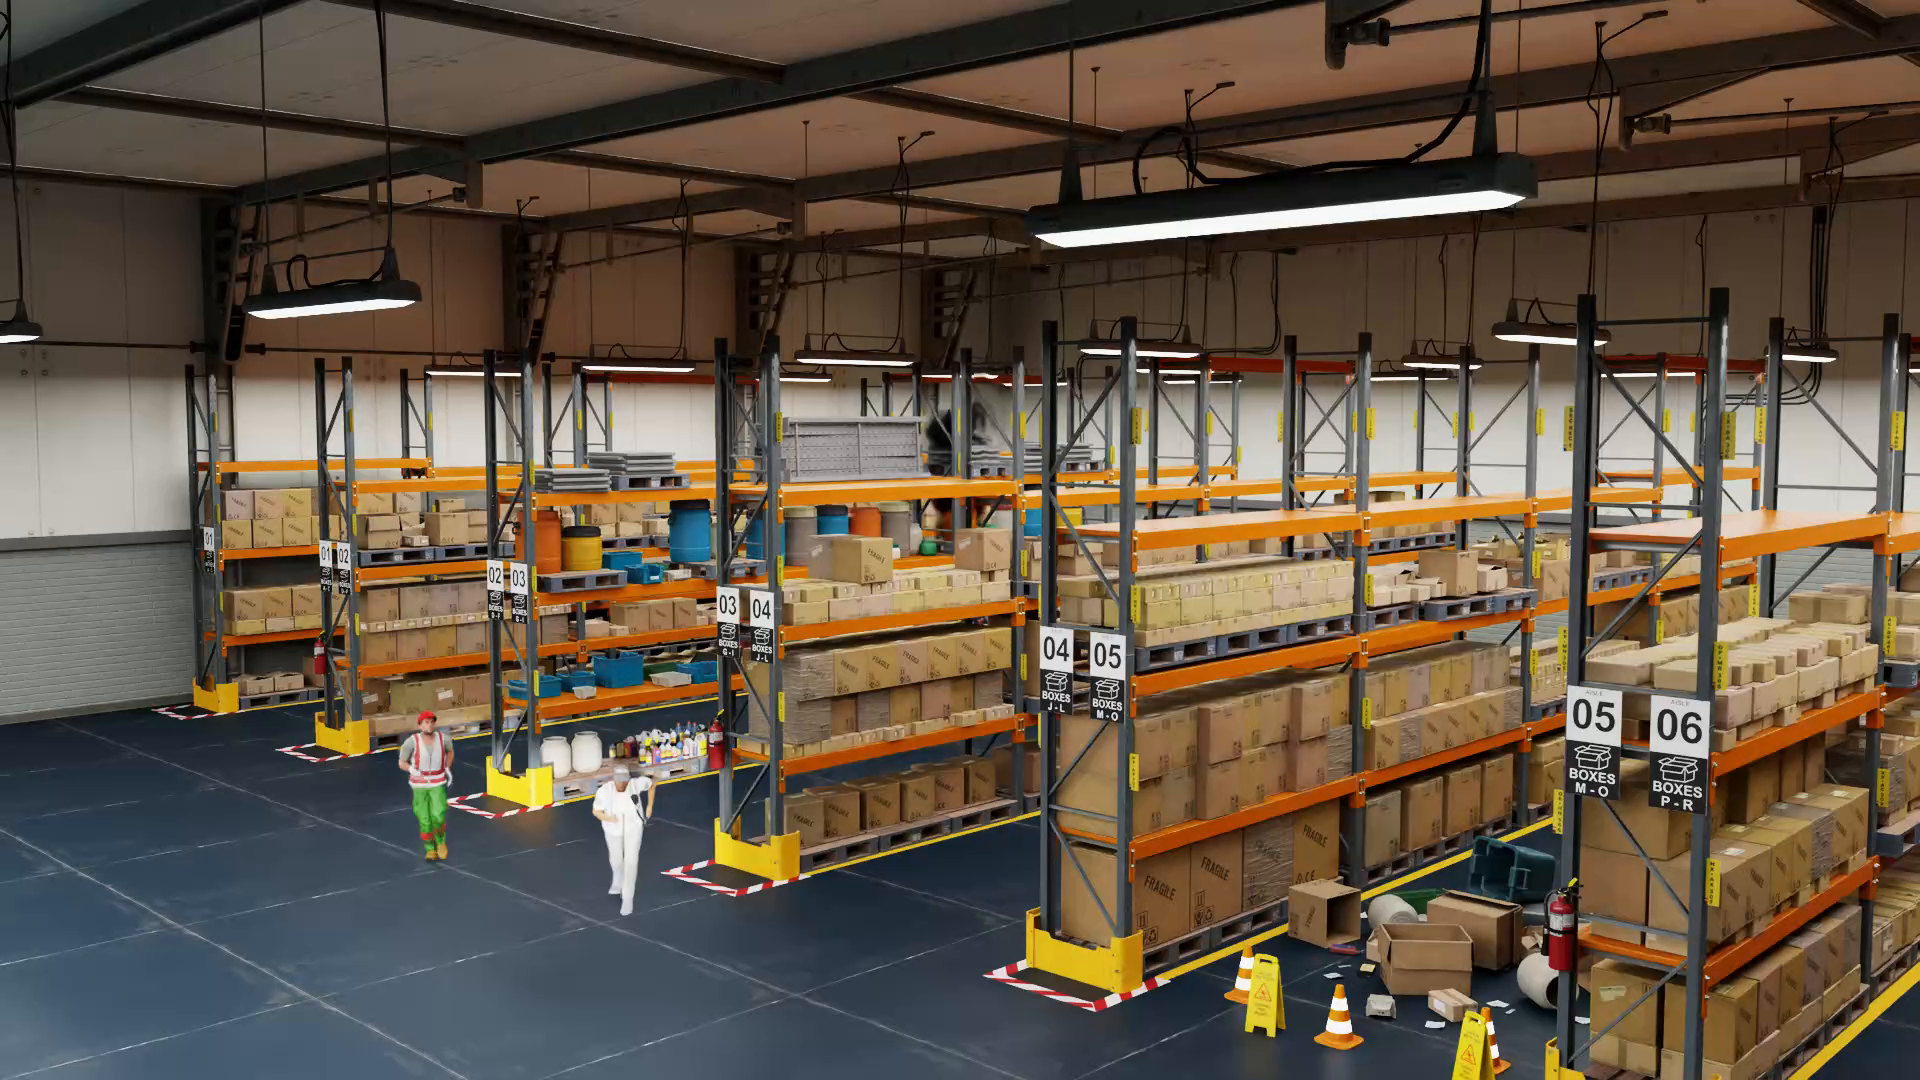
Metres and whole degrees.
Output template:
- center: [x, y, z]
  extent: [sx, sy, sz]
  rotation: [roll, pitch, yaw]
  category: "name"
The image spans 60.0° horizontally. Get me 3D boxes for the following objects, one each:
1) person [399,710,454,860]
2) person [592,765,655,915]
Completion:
- center: [-6.078, 2.821, 19.006]
  extent: [0.623, 1.756, 0.646]
  rotation: [-2, 5, -22]
  category: "person"
- center: [-3.507, 3.082, 17.380]
  extent: [0.645, 1.616, 0.970]
  rotation: [-1, 4, -12]
  category: "person"
